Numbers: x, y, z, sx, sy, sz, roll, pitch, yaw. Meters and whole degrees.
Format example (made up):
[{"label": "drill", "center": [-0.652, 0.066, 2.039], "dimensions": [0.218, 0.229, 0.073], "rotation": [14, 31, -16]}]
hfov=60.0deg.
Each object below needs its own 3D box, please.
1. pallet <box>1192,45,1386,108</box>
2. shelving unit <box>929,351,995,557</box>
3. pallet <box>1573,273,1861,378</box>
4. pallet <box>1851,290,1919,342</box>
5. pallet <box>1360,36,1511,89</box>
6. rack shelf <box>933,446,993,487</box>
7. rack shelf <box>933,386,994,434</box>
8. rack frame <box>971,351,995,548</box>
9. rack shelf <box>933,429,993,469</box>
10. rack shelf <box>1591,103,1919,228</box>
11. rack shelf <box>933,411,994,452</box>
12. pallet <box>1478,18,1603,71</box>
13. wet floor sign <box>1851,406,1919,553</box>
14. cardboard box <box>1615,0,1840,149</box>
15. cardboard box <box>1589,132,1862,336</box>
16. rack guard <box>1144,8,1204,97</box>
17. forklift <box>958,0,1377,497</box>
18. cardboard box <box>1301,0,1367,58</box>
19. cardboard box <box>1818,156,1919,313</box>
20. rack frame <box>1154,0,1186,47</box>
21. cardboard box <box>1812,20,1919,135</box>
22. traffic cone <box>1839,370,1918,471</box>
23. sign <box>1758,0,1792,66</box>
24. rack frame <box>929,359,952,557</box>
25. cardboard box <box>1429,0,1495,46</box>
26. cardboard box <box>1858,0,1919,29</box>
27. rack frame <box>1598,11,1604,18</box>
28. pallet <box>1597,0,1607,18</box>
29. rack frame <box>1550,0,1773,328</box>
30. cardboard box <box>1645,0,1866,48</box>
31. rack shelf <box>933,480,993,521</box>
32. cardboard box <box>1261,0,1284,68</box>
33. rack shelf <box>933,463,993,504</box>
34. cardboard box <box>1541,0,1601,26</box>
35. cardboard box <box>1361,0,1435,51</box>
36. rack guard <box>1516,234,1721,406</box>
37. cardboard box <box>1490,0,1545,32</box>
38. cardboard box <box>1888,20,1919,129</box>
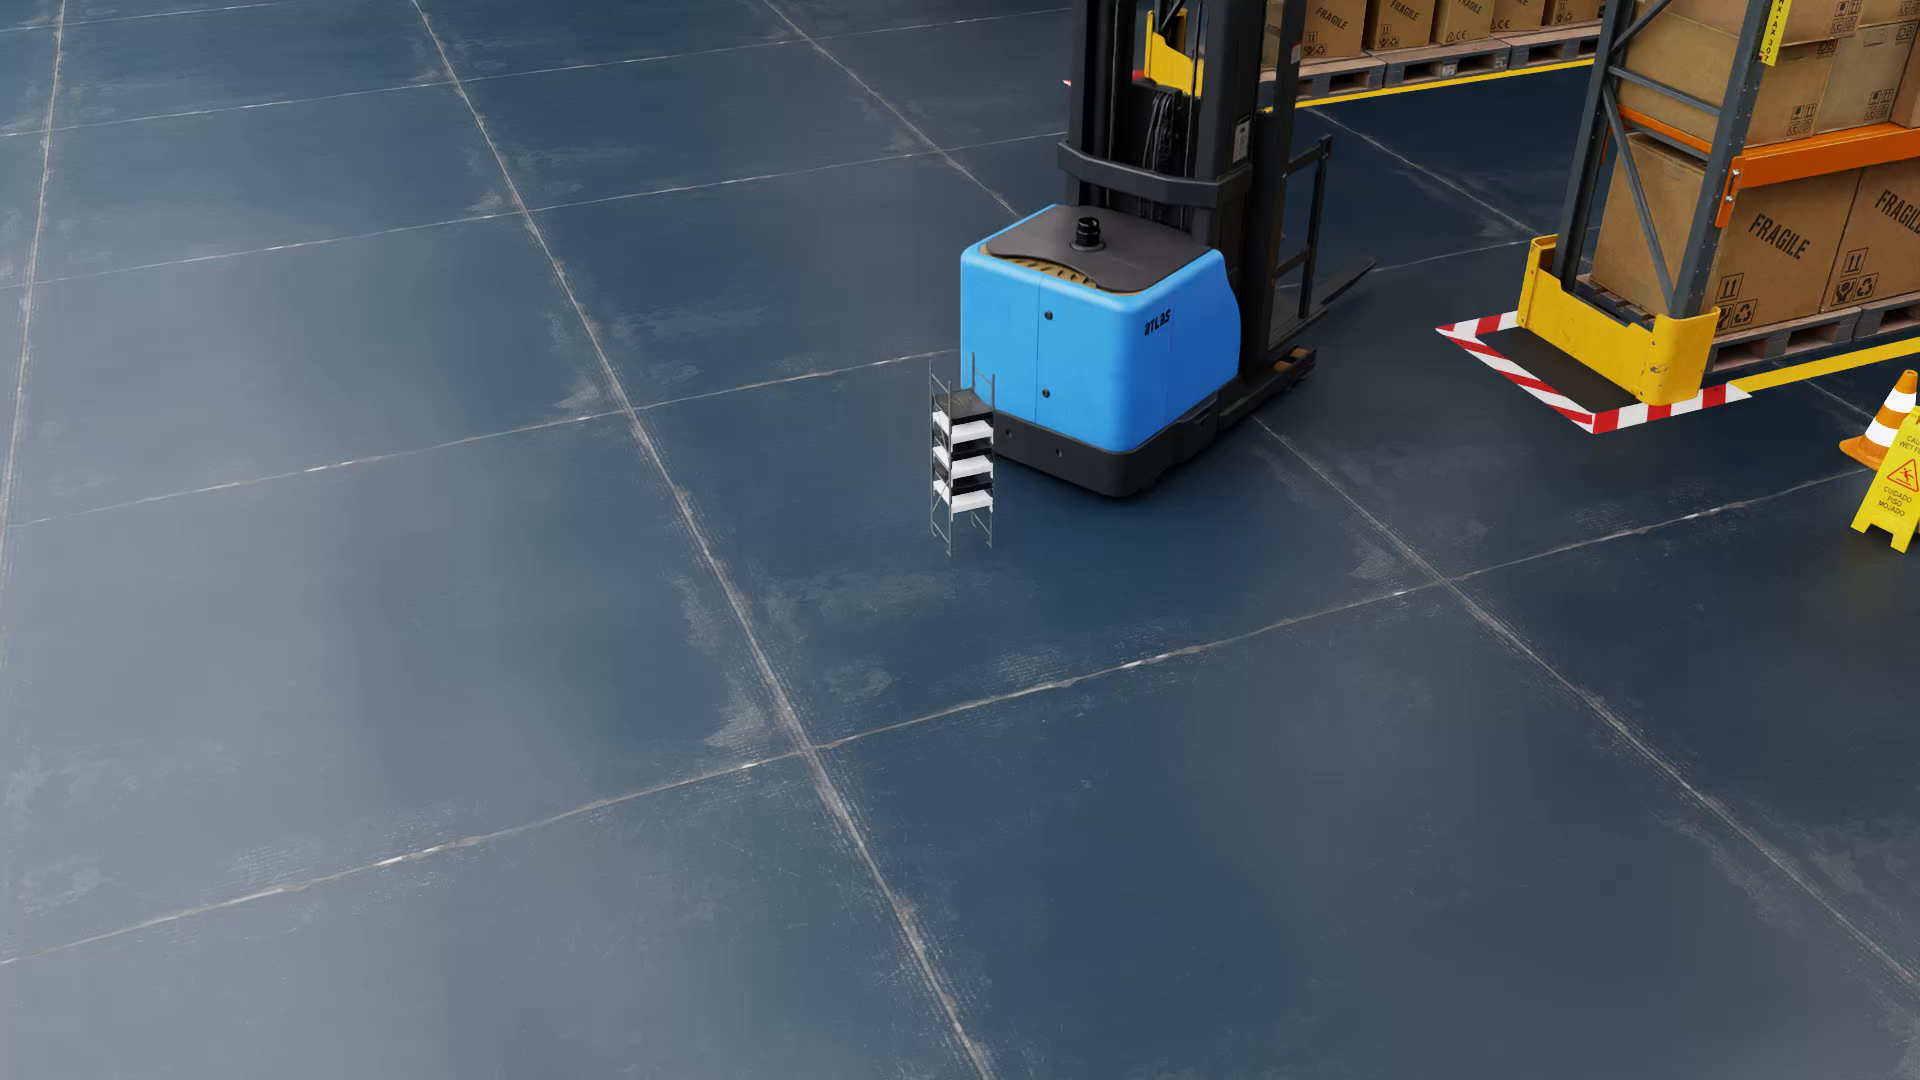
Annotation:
[{"label": "pallet", "center": [2.636, -3.809, 13.410], "dimensions": [1.213, 0.211, 1.003], "rotation": [-13, 35, -19]}, {"label": "shelving unit", "center": [0.007, -0.379, 7.507], "dimensions": [0.210, 0.900, 0.258], "rotation": [-13, 35, -19]}, {"label": "pallet", "center": [4.337, -1.332, 9.603], "dimensions": [1.213, 0.211, 1.003], "rotation": [-13, 35, -19]}, {"label": "pallet", "center": [5.460, -1.587, 9.996], "dimensions": [1.213, 0.211, 1.003], "rotation": [-13, 35, -19]}, {"label": "pallet", "center": [3.759, -4.064, 13.803], "dimensions": [1.213, 0.211, 1.003], "rotation": [-13, 35, -19]}, {"label": "rack shelf", "center": [0.007, -0.351, 7.525], "dimensions": [0.200, 0.077, 0.258], "rotation": [-13, 35, -19]}, {"label": "rack shelf", "center": [0.007, -0.577, 7.378], "dimensions": [0.200, 0.077, 0.258], "rotation": [-13, 35, -19]}, {"label": "rack frame", "center": [0.101, -0.400, 7.540], "dimensions": [0.006, 0.900, 0.240], "rotation": [-13, 35, -19]}, {"label": "rack shelf", "center": [0.007, -0.426, 7.476], "dimensions": [0.200, 0.077, 0.258], "rotation": [-13, 35, -19]}, {"label": "rack shelf", "center": [5.474, -2.413, 9.368], "dimensions": [4.000, 0.370, 1.077], "rotation": [-13, 35, -19]}, {"label": "rack shelf", "center": [0.007, -0.502, 7.427], "dimensions": [0.200, 0.077, 0.258], "rotation": [-13, 35, -19]}, {"label": "pallet", "center": [4.886, -4.324, 14.202], "dimensions": [1.213, 0.211, 1.003], "rotation": [-13, 35, -19]}, {"label": "wet floor sign", "center": [4.370, -0.304, 7.625], "dimensions": [0.232, 0.644, 0.267], "rotation": [-19, 38, -27]}, {"label": "cardboard box", "center": [3.955, -2.456, 8.637], "dimensions": [0.550, 0.550, 0.875], "rotation": [-13, 35, -19]}, {"label": "cardboard box", "center": [4.230, -1.754, 9.259], "dimensions": [0.875, 0.875, 0.875], "rotation": [-13, 35, -19]}, {"label": "rack guard", "center": [1.873, -3.776, 13.095], "dimensions": [0.348, 0.500, 1.175], "rotation": [-13, 35, -19]}, {"label": "forklift", "center": [1.291, -2.176, 8.406], "dimensions": [1.130, 2.935, 3.031], "rotation": [23, 40, 31]}, {"label": "cardboard box", "center": [2.923, -4.203, 13.366], "dimensions": [0.500, 0.500, 0.500], "rotation": [-4, 33, -6]}, {"label": "cardboard box", "center": [5.040, -1.941, 9.546], "dimensions": [0.875, 0.875, 0.875], "rotation": [-13, 35, -20]}, {"label": "rack frame", "center": [1.803, -4.808, 12.389], "dimensions": [0.127, 3.000, 1.000], "rotation": [-13, 35, -19]}, {"label": "cardboard box", "center": [4.453, -2.584, 8.833], "dimensions": [0.550, 0.550, 0.875], "rotation": [-13, 35, -19]}, {"label": "traffic cone", "center": [4.670, -0.627, 8.290], "dimensions": [0.334, 0.463, 0.336], "rotation": [-13, 35, -19]}, {"label": "sign", "center": [3.839, -2.408, 7.834], "dimensions": [0.005, 0.325, 0.100], "rotation": [-13, 35, -19]}, {"label": "rack frame", "center": [-0.086, -0.357, 7.474], "dimensions": [0.006, 0.900, 0.240], "rotation": [-13, 35, -19]}, {"label": "cardboard box", "center": [4.040, -4.421, 13.701], "dimensions": [0.500, 0.500, 0.500], "rotation": [-16, 36, -23]}, {"label": "cardboard box", "center": [4.459, -3.029, 8.528], "dimensions": [0.550, 0.550, 0.875], "rotation": [-13, 35, -19]}, {"label": "rack frame", "center": [5.491, -5.652, 13.687], "dimensions": [0.127, 3.000, 1.000], "rotation": [-13, 35, -19]}, {"label": "pallet", "center": [6.209, -4.649, 14.701], "dimensions": [1.213, 0.211, 1.003], "rotation": [-13, 35, -19]}, {"label": "rack frame", "center": [3.630, -2.292, 8.523], "dimensions": [0.127, 3.000, 1.000], "rotation": [-13, 35, -19]}, {"label": "cardboard box", "center": [3.987, -2.867, 8.278], "dimensions": [0.550, 0.550, 0.875], "rotation": [-13, 35, -19]}, {"label": "rack shelf", "center": [0.007, -0.200, 7.624], "dimensions": [0.200, 0.077, 0.258], "rotation": [-13, 35, -19]}, {"label": "cardboard box", "center": [2.385, -4.060, 13.146], "dimensions": [0.500, 0.500, 0.500], "rotation": [-7, 34, -10]}, {"label": "rack shelf", "center": [0.007, -0.276, 7.574], "dimensions": [0.200, 0.077, 0.258], "rotation": [-13, 35, -19]}, {"label": "cardboard box", "center": [5.107, -4.716, 14.155], "dimensions": [0.500, 0.500, 0.500], "rotation": [-14, 36, -20]}, {"label": "cardboard box", "center": [3.508, -4.326, 13.555], "dimensions": [0.500, 0.500, 0.500], "rotation": [-10, 34, -14]}, {"label": "rack guard", "center": [3.608, -1.240, 9.197], "dimensions": [0.348, 0.500, 1.175], "rotation": [-13, 35, -19]}, {"label": "cardboard box", "center": [4.582, -4.592, 13.963], "dimensions": [0.500, 0.500, 0.500], "rotation": [-2, 33, -4]}, {"label": "cardboard box", "center": [5.018, -2.639, 8.917], "dimensions": [0.550, 0.550, 0.875], "rotation": [-13, 35, -19]}]
